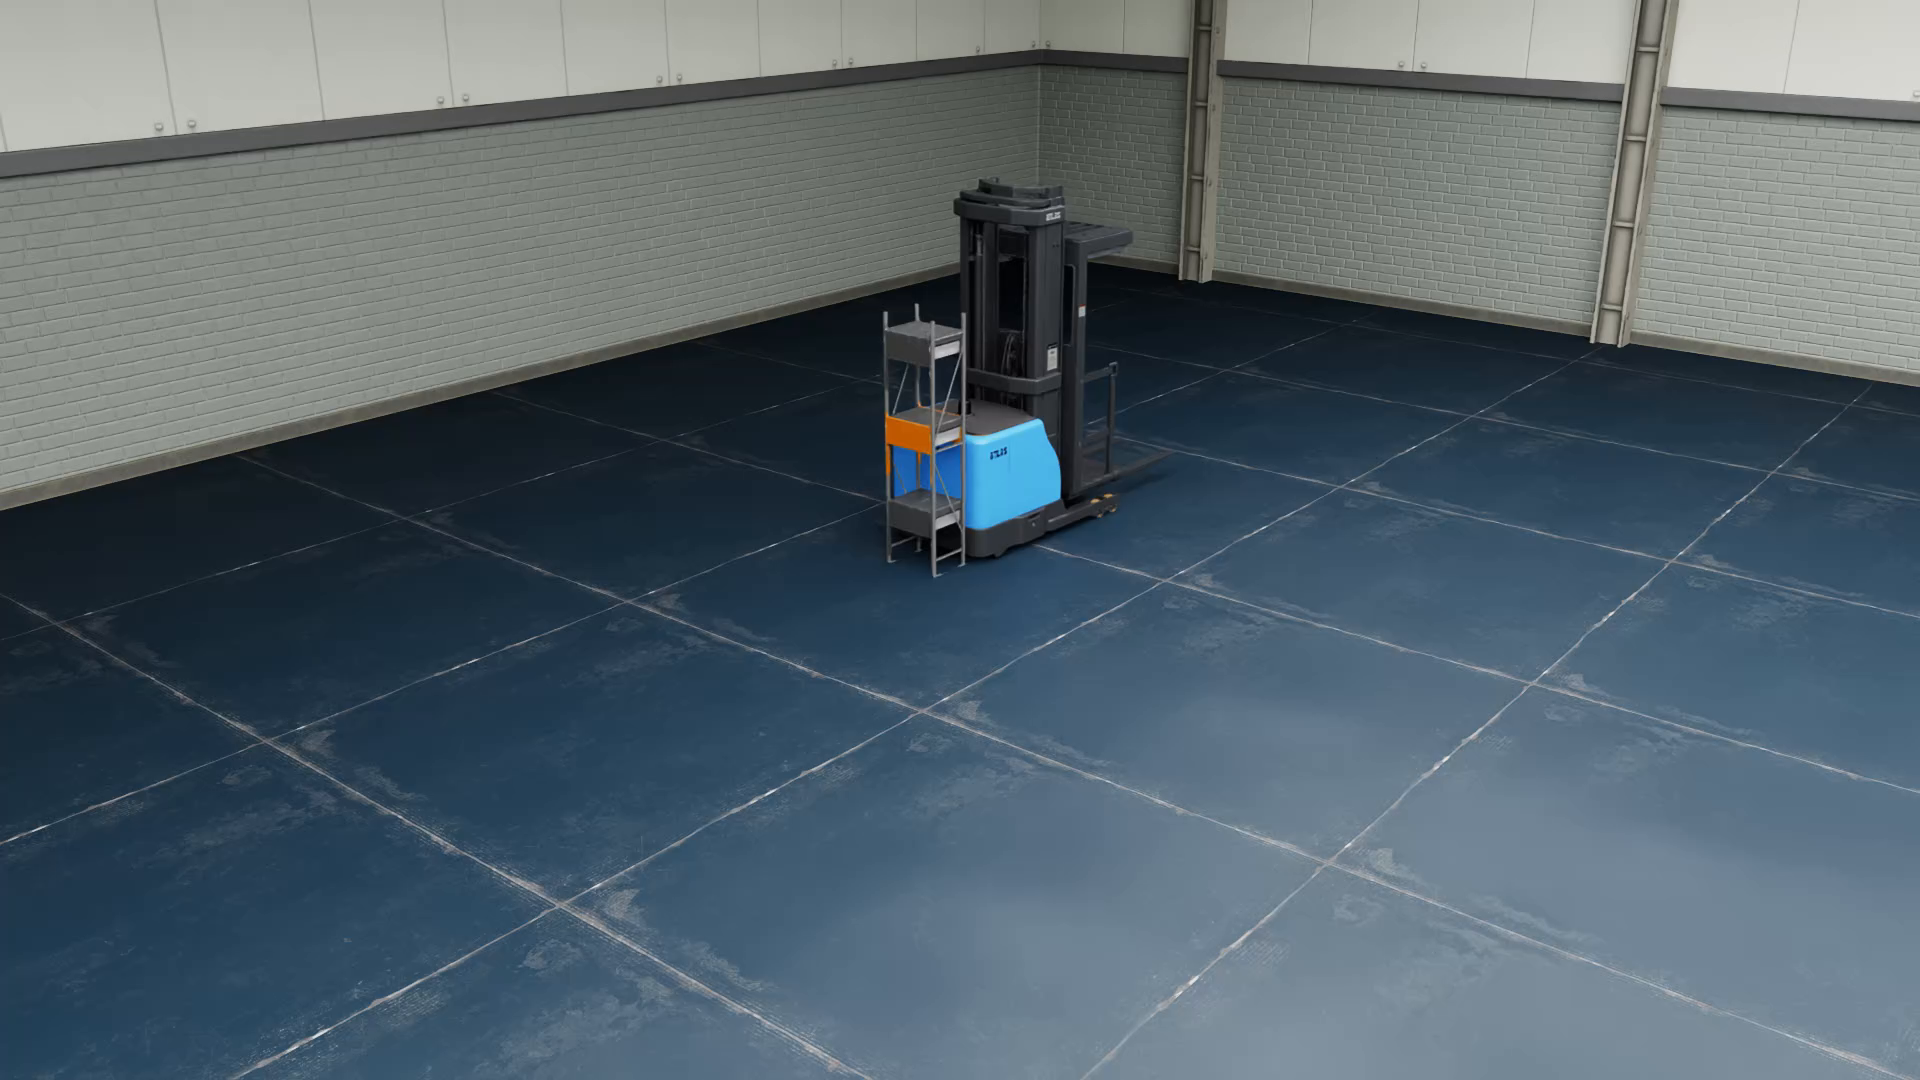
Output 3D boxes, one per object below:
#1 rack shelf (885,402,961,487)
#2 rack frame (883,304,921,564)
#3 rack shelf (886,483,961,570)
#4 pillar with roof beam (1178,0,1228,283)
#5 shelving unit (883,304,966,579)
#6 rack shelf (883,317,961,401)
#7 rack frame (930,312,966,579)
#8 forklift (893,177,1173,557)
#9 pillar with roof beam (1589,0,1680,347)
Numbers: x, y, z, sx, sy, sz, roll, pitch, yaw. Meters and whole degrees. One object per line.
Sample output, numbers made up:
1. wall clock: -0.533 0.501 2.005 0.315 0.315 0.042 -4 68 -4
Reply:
1. rack shelf: -0.276 -0.770 13.274 0.480 0.518 0.431 17 26 37
2. rack frame: -0.462 -0.839 13.417 0.015 2.100 0.400 17 26 37
3. rack shelf: -0.276 -0.115 13.521 0.480 0.518 0.431 17 26 37
4. pillar with roof beam: 0.708 -6.828 19.521 0.400 9.000 9.100 16 26 36
5. shelving unit: -0.276 -0.783 13.269 0.503 2.100 0.431 17 26 37
6. rack shelf: -0.276 -1.425 13.027 0.480 0.518 0.431 17 26 37
7. rack frame: -0.090 -0.727 13.121 0.015 2.100 0.400 17 26 37
8. forklift: 0.773 -1.671 14.444 1.130 2.935 3.031 17 27 38
9. pillar with roof beam: 5.356 -5.489 15.971 0.400 9.000 9.100 16 26 36
